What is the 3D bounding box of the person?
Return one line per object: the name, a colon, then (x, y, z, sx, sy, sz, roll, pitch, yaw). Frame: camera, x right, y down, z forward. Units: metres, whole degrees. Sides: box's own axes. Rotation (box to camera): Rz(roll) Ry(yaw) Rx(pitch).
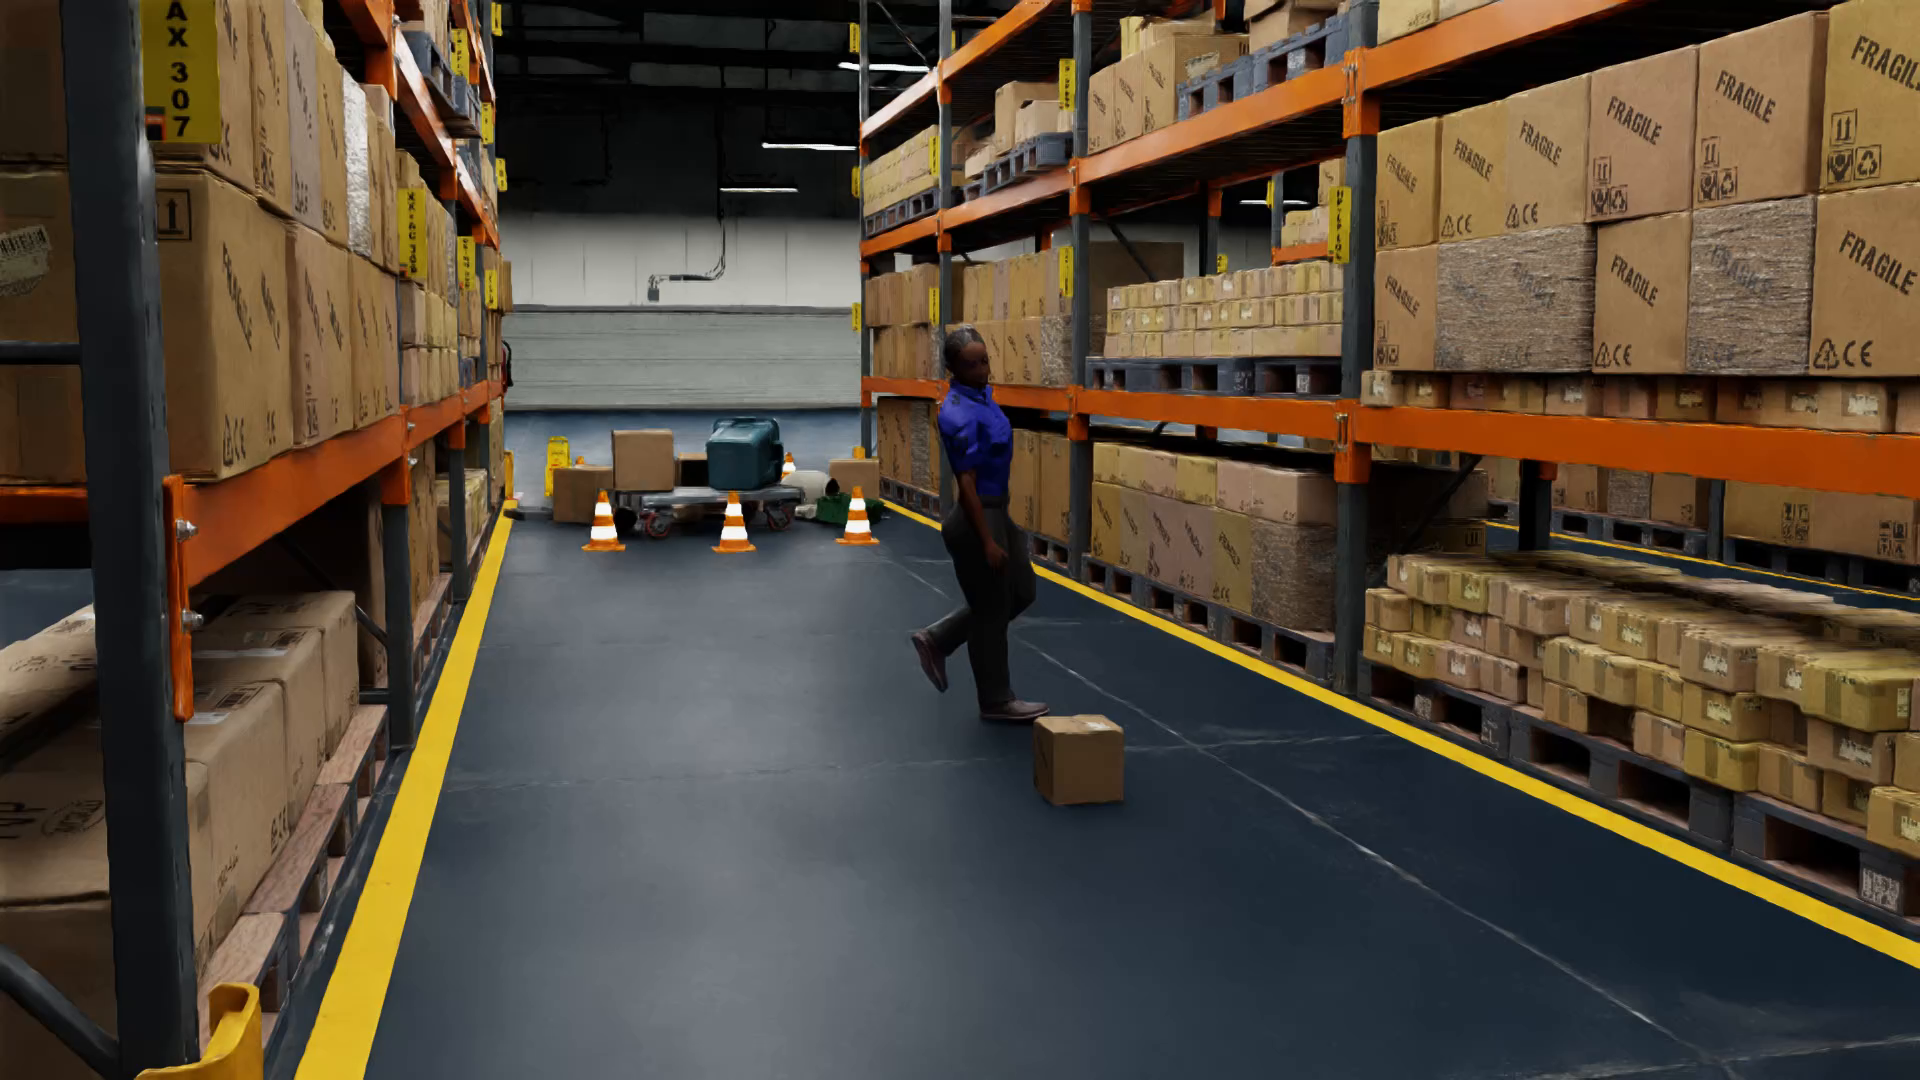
person: (0.072, -0.047, 6.702, 0.579, 1.611, 0.571, 1, 6, 6)
